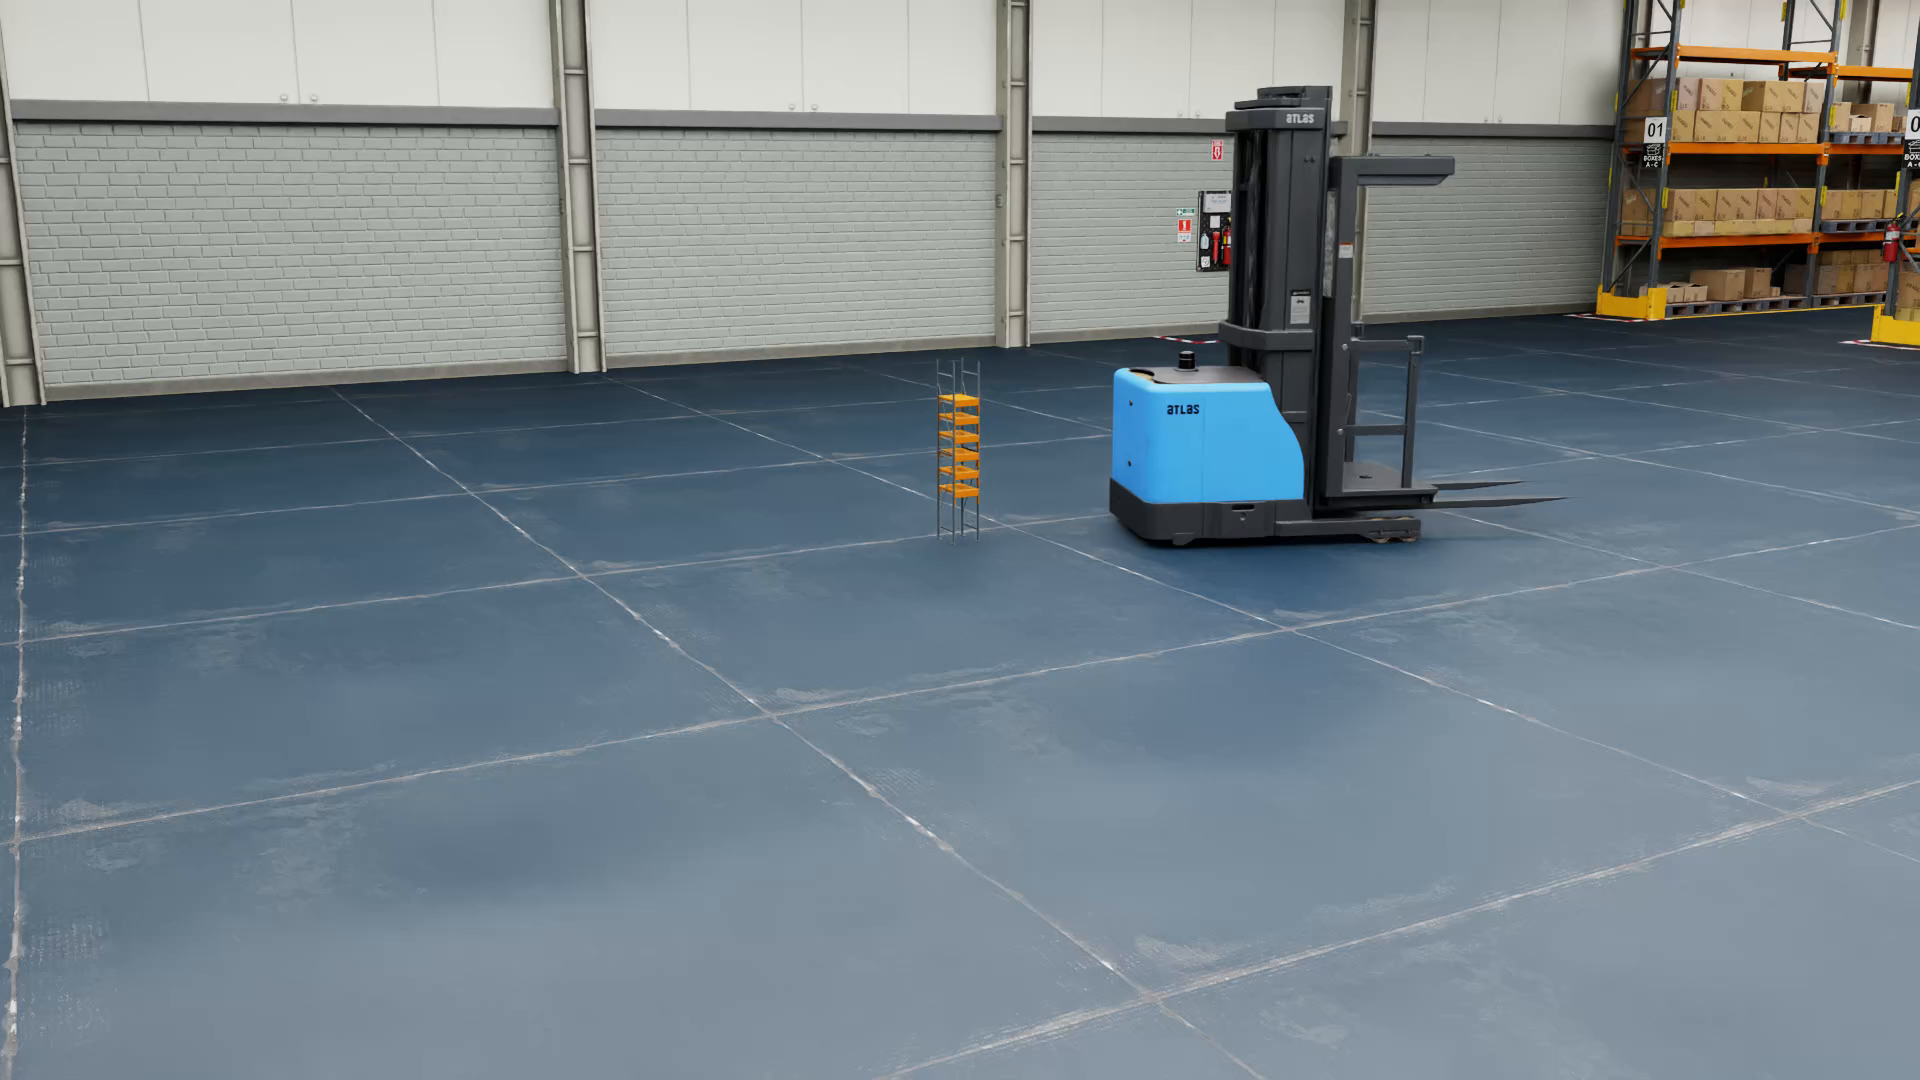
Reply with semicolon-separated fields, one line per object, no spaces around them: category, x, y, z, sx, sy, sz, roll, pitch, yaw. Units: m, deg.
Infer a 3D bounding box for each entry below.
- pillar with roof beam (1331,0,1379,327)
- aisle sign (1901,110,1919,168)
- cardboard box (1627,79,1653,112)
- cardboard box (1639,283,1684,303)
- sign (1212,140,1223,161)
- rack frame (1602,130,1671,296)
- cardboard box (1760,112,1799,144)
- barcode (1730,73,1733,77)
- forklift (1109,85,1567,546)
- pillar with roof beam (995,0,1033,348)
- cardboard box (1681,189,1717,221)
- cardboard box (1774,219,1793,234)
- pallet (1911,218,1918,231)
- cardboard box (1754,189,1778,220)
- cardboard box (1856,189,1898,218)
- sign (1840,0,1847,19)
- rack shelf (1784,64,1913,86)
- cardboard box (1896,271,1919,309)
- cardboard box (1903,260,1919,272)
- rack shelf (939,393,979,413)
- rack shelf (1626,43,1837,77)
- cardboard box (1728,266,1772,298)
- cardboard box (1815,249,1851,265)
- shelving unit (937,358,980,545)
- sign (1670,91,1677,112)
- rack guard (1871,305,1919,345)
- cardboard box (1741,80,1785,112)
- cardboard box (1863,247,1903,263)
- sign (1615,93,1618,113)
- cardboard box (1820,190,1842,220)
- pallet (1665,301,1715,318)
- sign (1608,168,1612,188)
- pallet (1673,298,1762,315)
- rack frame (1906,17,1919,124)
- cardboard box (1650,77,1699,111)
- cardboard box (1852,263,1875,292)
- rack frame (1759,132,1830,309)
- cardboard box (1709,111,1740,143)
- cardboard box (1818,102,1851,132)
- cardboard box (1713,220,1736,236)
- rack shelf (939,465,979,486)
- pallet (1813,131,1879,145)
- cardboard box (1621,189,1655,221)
pillar with roof beam;8.056;-6.880;21.183;0.400;9.000;9.100;-7;14;-28
aisle sign;13.238;-5.537;22.960;0.004;0.787;0.394;-7;14;-28
cardboard box;11.313;-7.279;27.238;0.500;0.500;0.500;-6;14;-25
cardboard box;11.710;-4.132;27.758;0.500;0.311;0.500;-9;15;-34
sign;3.751;-5.679;24.232;0.199;0.298;0.001;-7;14;-28
rack frame;11.059;-5.173;27.265;0.127;3.000;1.000;-7;14;-28
cardboard box;13.796;-6.965;28.119;0.500;0.500;0.500;-8;15;-33
barcode;13.144;-7.921;28.315;0.075;0.075;0.001;-7;14;-28
forklift;2.613;-1.523;11.200;3.031;2.935;1.130;-2;13;-9
pillar with roof beam;2.789;-6.248;18.378;0.400;9.000;9.100;-7;14;-28
cardboard box;12.061;-5.518;27.385;0.500;0.500;0.500;-7;14;-28
cardboard box;13.859;-5.372;28.442;0.500;0.250;0.500;-7;14;-28
pallet;17.507;-5.826;30.601;1.003;0.211;1.213;-7;14;-28
cardboard box;13.421;-5.683;28.116;0.500;0.500;0.500;-7;15;-29
cardboard box;16.591;-6.092;30.115;0.500;0.500;0.700;-7;14;-28
sign;14.814;-8.909;27.891;0.005;0.325;0.100;-7;14;-28
rack shelf;16.326;-8.185;29.533;4.000;0.370;1.077;-7;14;-28
cardboard box;13.764;-3.562;23.703;0.500;0.500;0.500;-7;14;-28
cardboard box;17.474;-4.924;30.849;0.500;0.500;0.700;-7;14;-27
rack shelf;-0.013;-0.892;10.901;0.180;0.103;0.258;-7;14;-28
rack shelf;12.815;-7.958;27.620;4.000;0.370;1.077;-7;14;-28
cardboard box;13.679;-4.472;28.841;0.500;0.500;0.500;-8;15;-32
cardboard box;15.593;-5.083;29.845;0.500;0.250;0.500;-7;15;-29
shelving unit;-0.013;-0.584;10.971;0.189;1.200;0.258;-7;14;-28
sign;11.320;-6.959;26.375;0.005;0.325;0.100;-7;14;-28
rack guard;13.415;-2.997;23.288;0.348;0.500;1.175;-7;14;-28
cardboard box;13.331;-7.382;27.697;0.500;0.500;0.500;-7;15;-30
cardboard box;16.944;-5.242;30.554;0.500;0.250;0.500;-7;14;-27
sign;10.811;-7.178;27.323;0.005;0.325;0.100;-7;14;-28
cardboard box;15.033;-5.904;29.284;0.500;0.500;0.700;-7;14;-28
pallet;11.856;-3.900;27.956;1.213;0.211;1.003;-7;14;-28
sign;10.811;-6.001;27.587;0.005;0.325;0.100;-7;14;-28
pallet;12.926;-4.027;28.522;1.213;0.211;1.003;-7;14;-28
rack frame;13.436;-7.146;22.366;0.127;3.000;1.000;-7;14;-28
cardboard box;11.514;-7.177;26.784;0.500;0.500;0.500;-8;15;-32
cardboard box;16.105;-4.780;30.207;0.500;0.500;0.700;-7;14;-27
rack frame;14.570;-5.594;29.134;0.127;3.000;1.000;-7;14;-28
cardboard box;12.415;-6.787;27.331;0.500;0.500;0.500;-6;14;-25
cardboard box;15.089;-7.353;28.935;0.500;0.500;0.500;-5;13;-20
cardboard box;12.539;-5.210;27.723;0.500;0.250;0.500;-7;15;-29
rack shelf;-0.013;-0.423;11.007;0.180;0.103;0.258;-7;14;-28
pallet;15.163;-7.010;29.023;1.003;0.211;1.213;-7;14;-28
cardboard box;11.371;-5.566;27.599;0.500;0.500;0.500;-7;14;-28
